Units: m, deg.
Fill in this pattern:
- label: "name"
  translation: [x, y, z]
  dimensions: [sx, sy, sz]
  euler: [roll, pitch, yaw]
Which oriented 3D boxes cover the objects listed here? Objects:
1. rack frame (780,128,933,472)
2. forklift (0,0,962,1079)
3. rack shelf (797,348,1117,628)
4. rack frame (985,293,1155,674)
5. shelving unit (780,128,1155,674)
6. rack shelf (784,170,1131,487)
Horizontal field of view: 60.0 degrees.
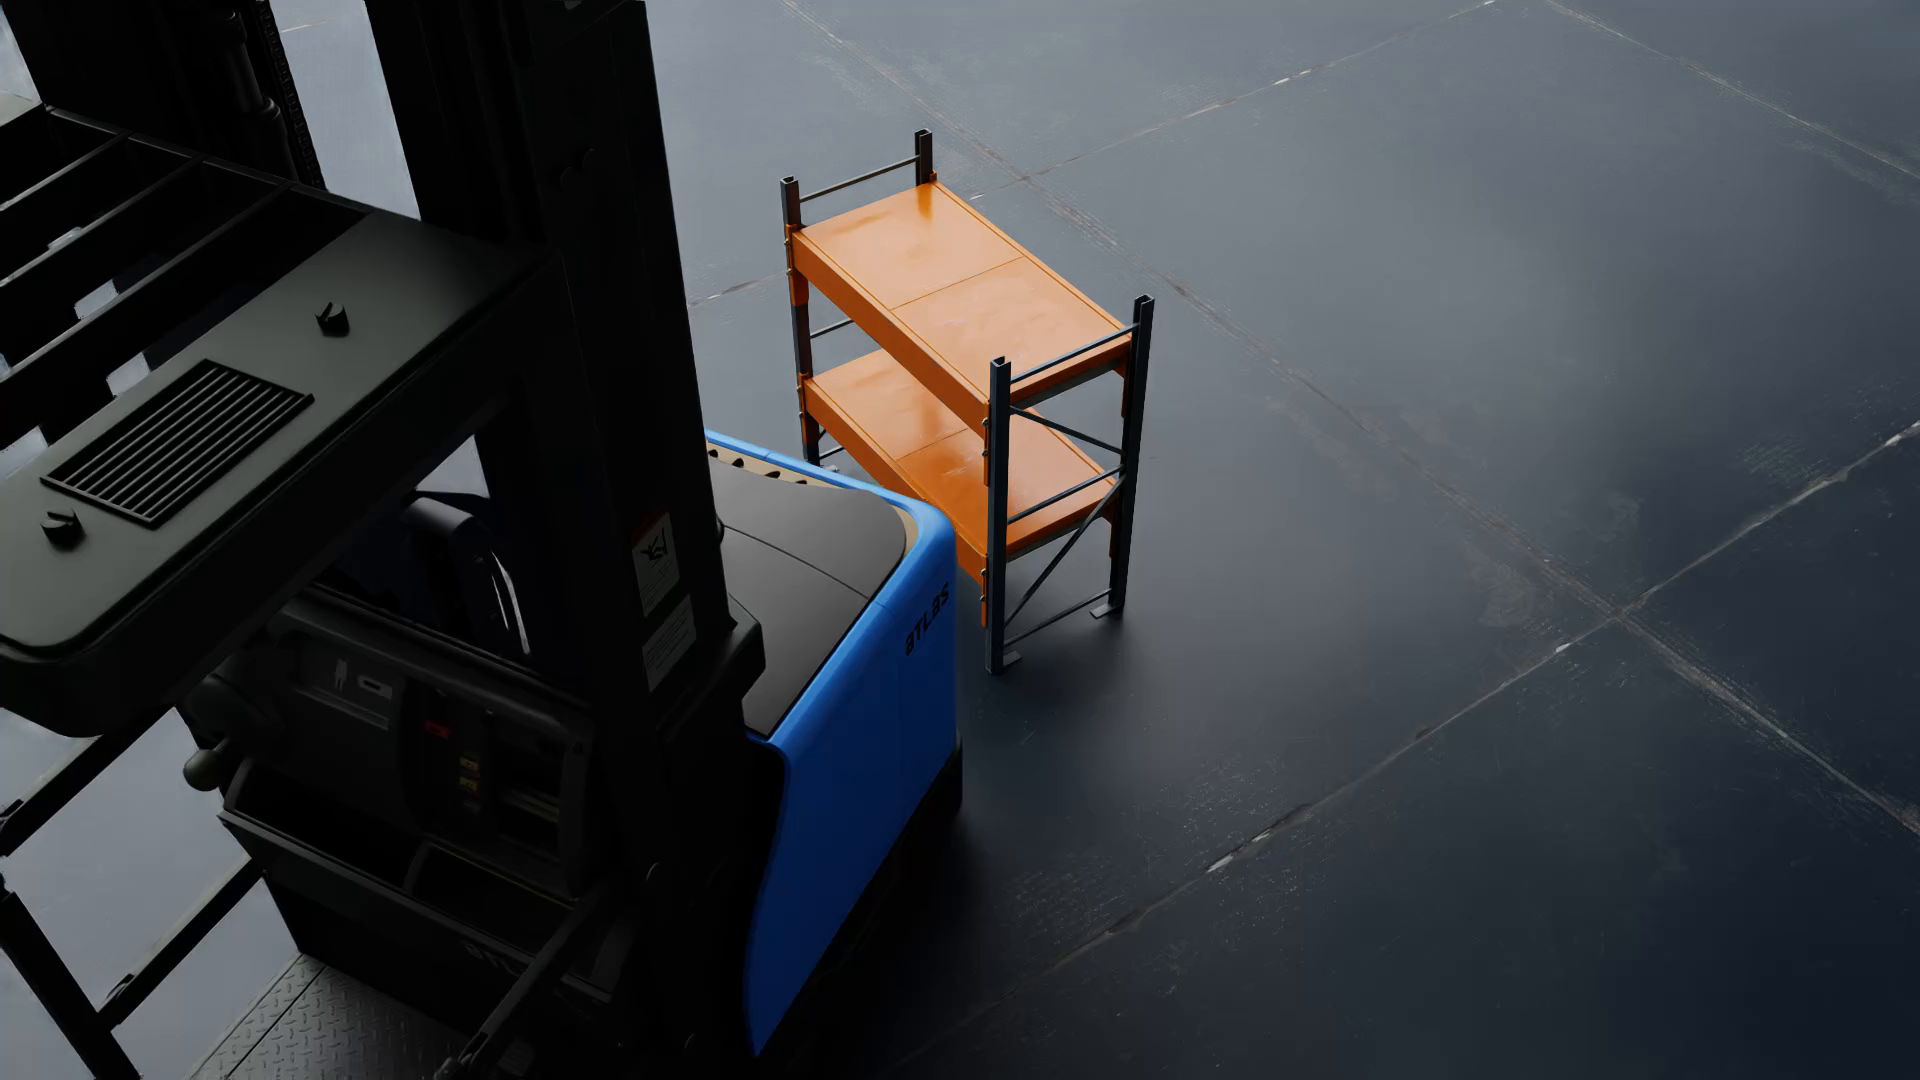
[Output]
- label: "rack frame"
  translation: [-0.295, -0.699, 5.167]
  dimensions: [0.500, 1.125, 0.032]
  euler: [-26, 49, -24]
- label: "forklift"
  translation: [-1.103, 0.416, 2.692]
  dimensions: [1.130, 2.935, 3.031]
  euler: [19, 47, 19]
- label: "rack shelf"
  translation: [-0.004, -0.234, 5.034]
  dimensions: [0.538, 0.278, 1.000]
  euler: [-26, 49, -24]
- label: "rack frame"
  translation: [0.287, -0.123, 4.564]
  dimensions: [0.500, 1.125, 0.032]
  euler: [-26, 49, -24]
- label: "shelving unit"
  translation: [-0.004, -0.411, 4.866]
  dimensions: [0.538, 1.125, 1.048]
  euler: [-26, 49, -24]
- label: "rack shelf"
  translation: [-0.004, -0.622, 4.663]
  dimensions: [0.538, 0.278, 1.000]
  euler: [-26, 49, -24]
